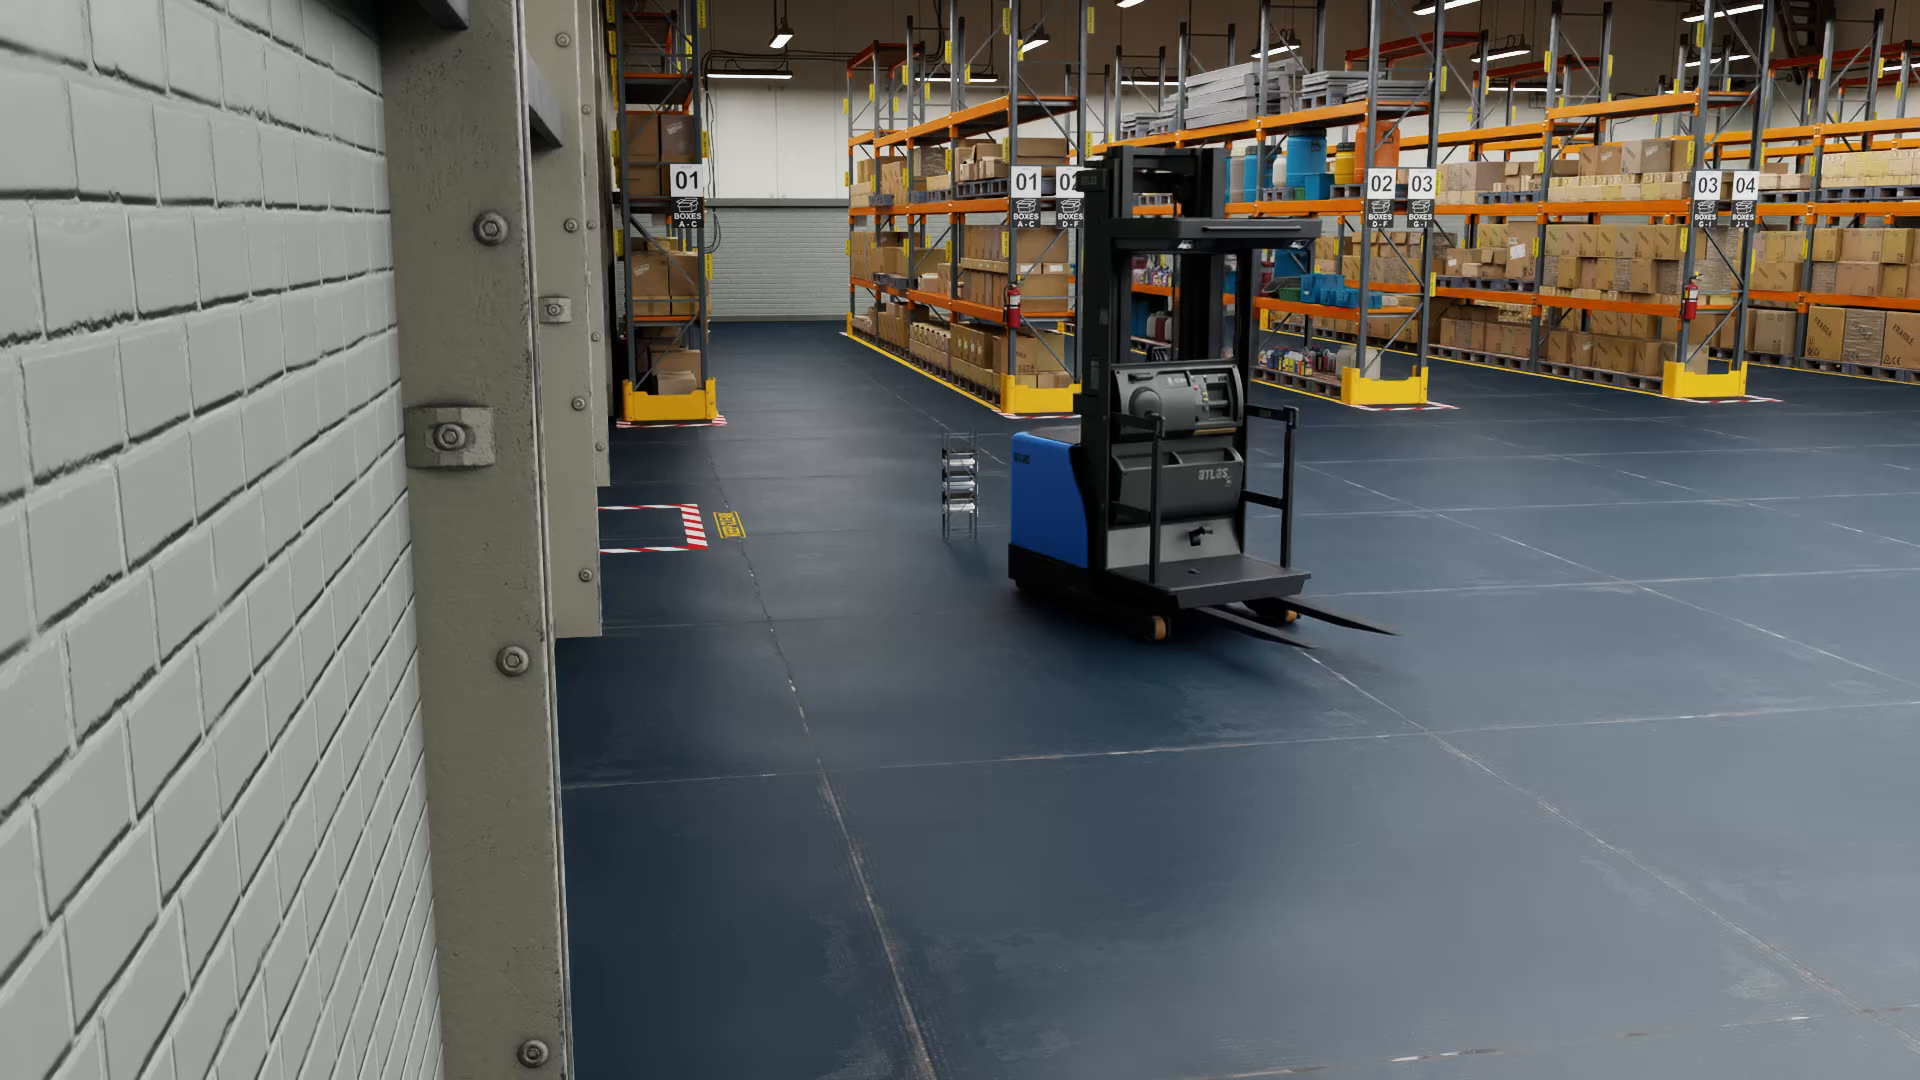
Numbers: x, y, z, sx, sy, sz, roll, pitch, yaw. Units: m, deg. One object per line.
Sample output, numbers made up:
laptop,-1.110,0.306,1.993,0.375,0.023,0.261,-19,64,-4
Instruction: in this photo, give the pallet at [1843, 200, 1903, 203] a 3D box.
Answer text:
pallet,18.842,-6.889,33.850,1.213,0.211,1.003,-2,11,-8

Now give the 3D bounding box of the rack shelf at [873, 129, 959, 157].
rack shelf,-0.808,-7.436,31.191,1.077,0.370,4.000,-2,11,-11

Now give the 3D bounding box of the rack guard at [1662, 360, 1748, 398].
rack guard,10.840,-2.350,24.207,1.175,0.500,0.348,-2,11,-11

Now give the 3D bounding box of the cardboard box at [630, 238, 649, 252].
cardboard box,-5.620,-5.138,29.048,0.500,0.250,0.500,-2,11,-9

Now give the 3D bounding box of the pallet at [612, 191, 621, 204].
pallet,-5.455,-5.988,29.117,1.213,0.211,1.003,-2,11,-8

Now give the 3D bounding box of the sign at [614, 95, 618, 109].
sign,-7.379,-9.423,35.715,0.100,0.325,0.005,-2,11,-11

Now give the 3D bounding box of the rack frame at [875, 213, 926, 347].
rack frame,-1.197,-5.405,33.574,1.000,3.000,0.127,-2,11,-11

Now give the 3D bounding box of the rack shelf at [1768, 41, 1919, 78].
rack shelf,18.630,-9.985,34.625,1.077,0.370,4.000,-2,11,-11

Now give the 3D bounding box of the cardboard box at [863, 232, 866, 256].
cardboard box,-1.750,-6.215,34.888,0.500,0.500,0.500,-2,11,-11

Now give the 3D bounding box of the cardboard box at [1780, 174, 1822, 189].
cardboard box,14.667,-6.239,28.940,0.500,0.250,0.500,-2,11,-10

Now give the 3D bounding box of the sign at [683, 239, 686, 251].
sign,-4.747,-5.042,28.781,0.100,0.325,0.005,-2,11,-11

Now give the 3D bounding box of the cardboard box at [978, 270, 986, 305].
cardboard box,0.654,-3.718,24.438,0.700,0.500,0.500,-2,11,-10

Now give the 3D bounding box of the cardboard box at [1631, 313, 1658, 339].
cardboard box,13.799,-4.283,33.238,0.500,0.500,0.500,-2,11,-11

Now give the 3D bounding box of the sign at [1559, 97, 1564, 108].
sign,12.870,-9.355,35.572,0.100,0.325,0.005,-2,11,-11

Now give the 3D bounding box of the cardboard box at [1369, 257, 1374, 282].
cardboard box,8.560,-5.537,33.996,0.500,0.500,0.500,-2,11,-12

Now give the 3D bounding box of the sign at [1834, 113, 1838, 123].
sign,21.799,-10.465,41.404,0.100,0.325,0.005,-2,11,-11

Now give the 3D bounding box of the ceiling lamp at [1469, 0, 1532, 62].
ceiling lamp,11.386,-11.527,34.079,0.800,3.185,2.000,-2,11,-11

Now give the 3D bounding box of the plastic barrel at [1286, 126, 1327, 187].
plastic barrel,5.307,-5.857,25.462,0.600,0.901,0.708,-2,11,-11

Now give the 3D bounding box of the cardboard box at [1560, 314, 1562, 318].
cardboard box,13.512,-5.000,37.150,0.380,0.149,0.250,-2,11,-11

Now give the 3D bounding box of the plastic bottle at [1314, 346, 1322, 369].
plastic bottle,5.663,-2.890,26.264,0.144,0.351,0.185,-3,11,-14

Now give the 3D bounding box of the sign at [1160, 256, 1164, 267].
sign,4.202,-5.741,34.594,0.100,0.325,0.005,-2,11,-11

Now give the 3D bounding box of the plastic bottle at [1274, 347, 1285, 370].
plastic bottle,5.005,-2.835,25.976,0.144,0.351,0.185,-3,11,-13

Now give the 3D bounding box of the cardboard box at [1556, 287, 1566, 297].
cardboard box,9.935,-4.033,27.034,0.380,0.149,0.250,-2,11,-11

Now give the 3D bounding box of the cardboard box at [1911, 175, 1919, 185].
cardboard box,15.096,-5.613,25.925,0.380,0.149,0.250,-2,11,-11

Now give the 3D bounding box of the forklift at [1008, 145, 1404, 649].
forklift,1.471,-0.920,10.189,1.130,2.935,3.031,-6,12,-28

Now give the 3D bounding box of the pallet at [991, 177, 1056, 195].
pallet,1.024,-4.765,22.425,1.003,0.211,1.213,-2,11,-11

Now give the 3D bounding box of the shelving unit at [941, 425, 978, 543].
shelving unit,-0.002,-0.444,13.120,0.258,0.900,0.210,-2,11,-11

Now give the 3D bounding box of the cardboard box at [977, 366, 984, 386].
cardboard box,0.534,-2.331,23.650,0.500,0.250,0.500,-2,11,-11

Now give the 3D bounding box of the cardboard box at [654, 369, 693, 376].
cardboard box,-3.879,-2.154,22.504,0.500,0.311,0.500,-1,11,-6

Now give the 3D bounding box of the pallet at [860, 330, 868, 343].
pallet,-1.571,-4.386,35.675,1.003,0.211,1.213,-2,11,-11

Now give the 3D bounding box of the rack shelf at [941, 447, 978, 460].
rack shelf,-0.002,-0.676,13.076,0.258,0.077,0.200,-2,11,-11

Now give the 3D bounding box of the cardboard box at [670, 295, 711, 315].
cardboard box,-3.505,-3.061,21.604,0.500,0.250,0.500,-2,11,-13

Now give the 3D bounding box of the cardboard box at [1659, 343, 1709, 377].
cardboard box,10.749,-2.658,24.699,0.500,0.500,0.500,0,11,0

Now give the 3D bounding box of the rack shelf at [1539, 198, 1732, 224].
rack shelf,10.465,-5.051,25.614,1.077,0.370,4.000,-2,11,-11

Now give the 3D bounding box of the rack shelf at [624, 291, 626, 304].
rack shelf,-4.889,-3.771,26.910,1.077,0.370,4.000,-2,11,-11

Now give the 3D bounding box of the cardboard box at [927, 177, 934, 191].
cardboard box,-0.276,-6.197,28.987,0.500,0.250,0.500,-3,11,-15

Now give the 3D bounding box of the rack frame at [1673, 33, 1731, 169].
rack frame,14.183,-8.140,31.898,1.000,3.000,0.127,-2,11,-11

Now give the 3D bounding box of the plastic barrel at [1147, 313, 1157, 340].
plastic barrel,3.911,-4.232,32.939,0.421,0.512,0.421,0,11,0

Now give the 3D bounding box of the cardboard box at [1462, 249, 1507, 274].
cardboard box,9.649,-5.090,30.529,0.700,0.500,0.500,0,11,-3

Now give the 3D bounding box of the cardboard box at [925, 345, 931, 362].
cardboard box,-0.301,-3.139,27.898,0.500,0.250,0.500,-2,11,-10

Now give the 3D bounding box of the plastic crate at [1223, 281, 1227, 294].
plastic crate,4.602,-4.323,28.452,0.450,0.188,0.662,-2,11,-11

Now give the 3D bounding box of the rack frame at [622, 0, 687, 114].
rack frame,-4.500,-6.704,24.354,1.000,3.000,0.127,-2,11,-11

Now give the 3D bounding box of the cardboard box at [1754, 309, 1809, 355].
cardboard box,14.752,-3.671,29.357,1.050,0.750,0.750,-2,11,-11

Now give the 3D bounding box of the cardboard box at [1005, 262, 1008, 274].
cardboard box,0.823,-3.683,22.525,0.380,0.149,0.250,-2,11,-10

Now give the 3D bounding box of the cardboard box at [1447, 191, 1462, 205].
cardboard box,9.240,-6.242,30.346,0.500,0.250,0.500,-2,11,-10

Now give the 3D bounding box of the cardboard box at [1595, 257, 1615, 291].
cardboard box,10.419,-4.134,25.831,0.875,0.500,0.500,-2,11,-11

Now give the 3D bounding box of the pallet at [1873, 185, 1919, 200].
pallet,15.344,-5.516,26.369,1.003,0.211,1.213,-2,11,-11

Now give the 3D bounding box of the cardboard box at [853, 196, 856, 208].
cardboard box,-2.040,-7.343,36.134,0.500,0.250,0.500,-2,11,-11

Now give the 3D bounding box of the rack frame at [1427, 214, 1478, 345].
rack frame,9.298,-5.031,31.609,1.000,3.000,0.127,-2,11,-11

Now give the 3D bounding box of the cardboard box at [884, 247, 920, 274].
cardboard box,-1.129,-5.442,32.376,0.700,0.500,0.500,0,11,-2

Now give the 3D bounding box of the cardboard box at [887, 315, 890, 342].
cardboard box,-1.138,-4.107,32.259,0.500,0.500,0.500,-2,11,-10

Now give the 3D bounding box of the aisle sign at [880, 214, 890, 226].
aisle sign,-1.688,-7.440,37.310,0.394,0.787,0.004,-2,11,-11

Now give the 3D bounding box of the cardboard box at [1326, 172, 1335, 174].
cardboard box,8.309,-7.684,35.867,0.700,0.500,0.500,-3,11,-14

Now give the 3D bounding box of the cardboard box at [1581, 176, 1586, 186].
cardboard box,10.078,-5.682,26.341,0.380,0.149,0.250,-2,11,-9
